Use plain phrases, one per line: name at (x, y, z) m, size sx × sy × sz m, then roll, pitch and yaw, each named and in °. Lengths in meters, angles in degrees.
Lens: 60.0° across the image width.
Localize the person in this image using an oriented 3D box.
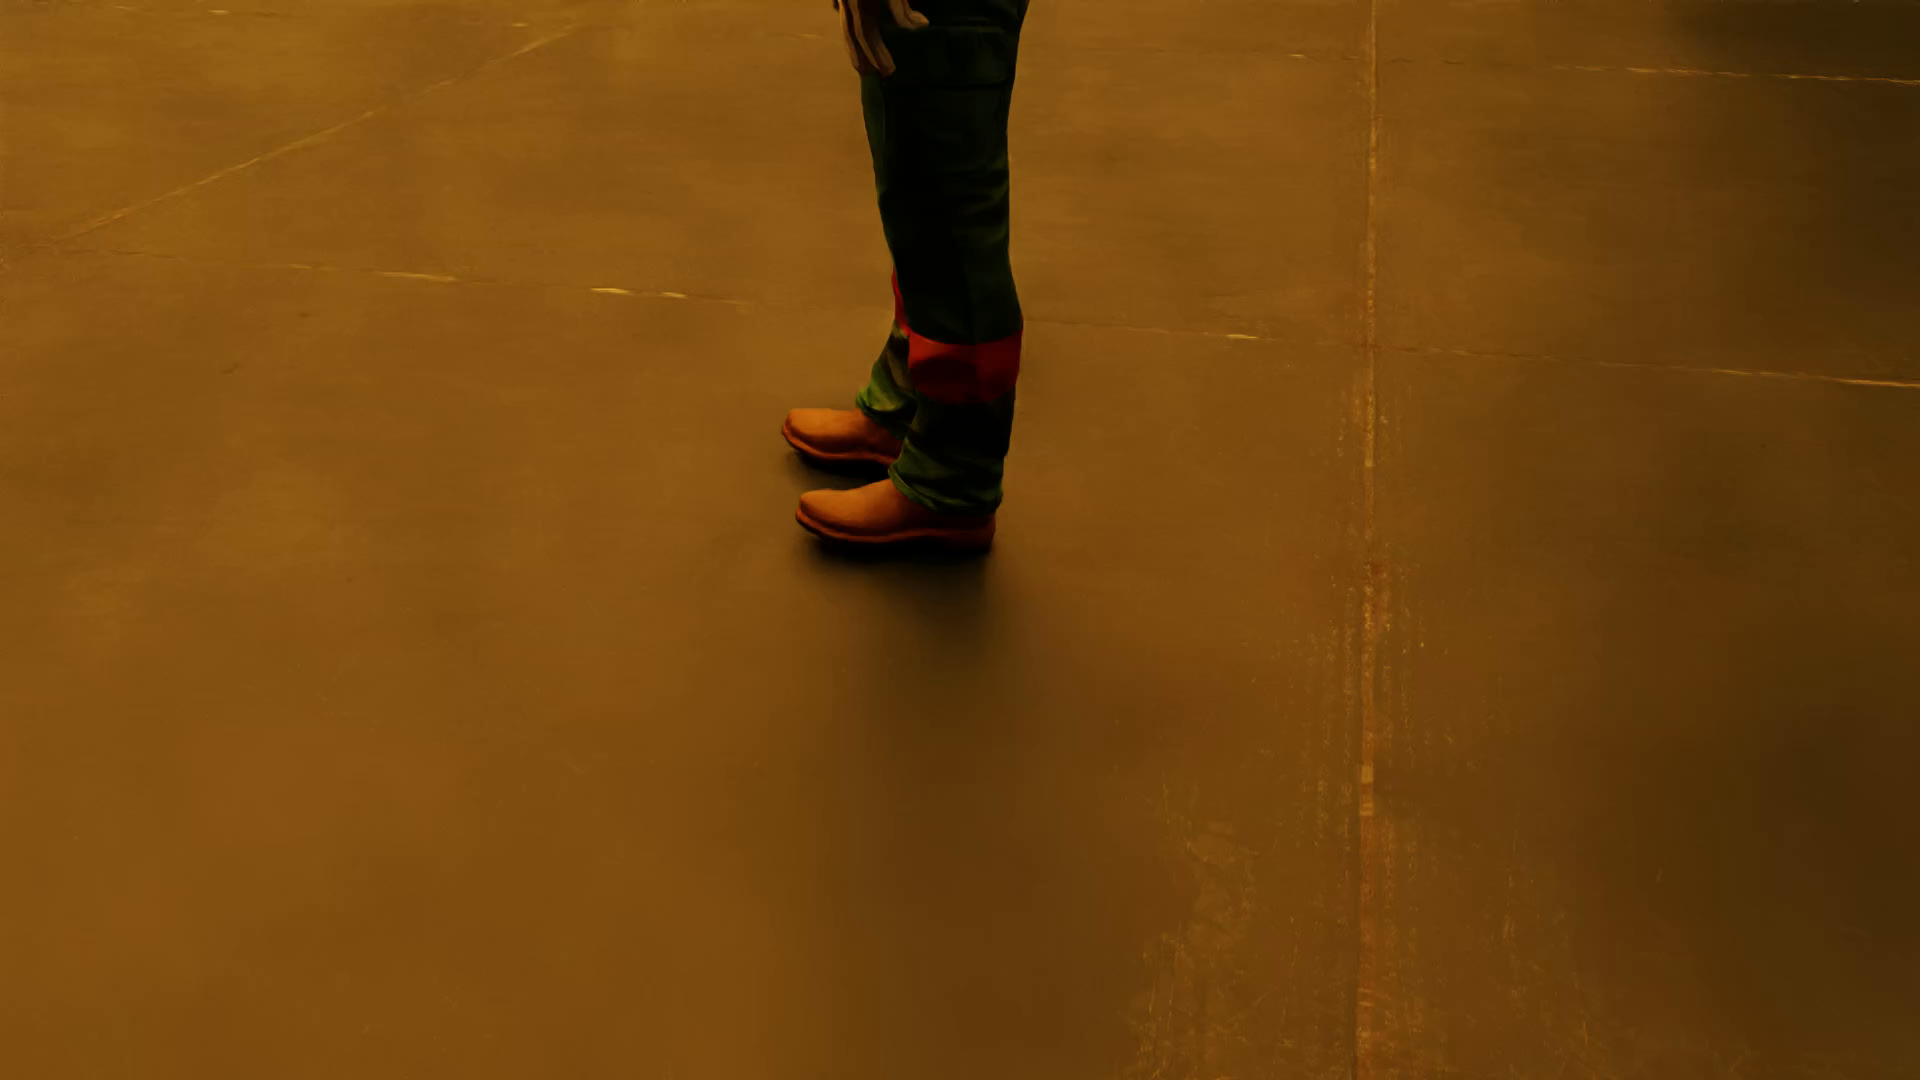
person at (-0.076, -0.818, 2.119) m, size 0.563 × 1.787 × 0.637 m, roll 6°, pitch 27°, yaw 11°
